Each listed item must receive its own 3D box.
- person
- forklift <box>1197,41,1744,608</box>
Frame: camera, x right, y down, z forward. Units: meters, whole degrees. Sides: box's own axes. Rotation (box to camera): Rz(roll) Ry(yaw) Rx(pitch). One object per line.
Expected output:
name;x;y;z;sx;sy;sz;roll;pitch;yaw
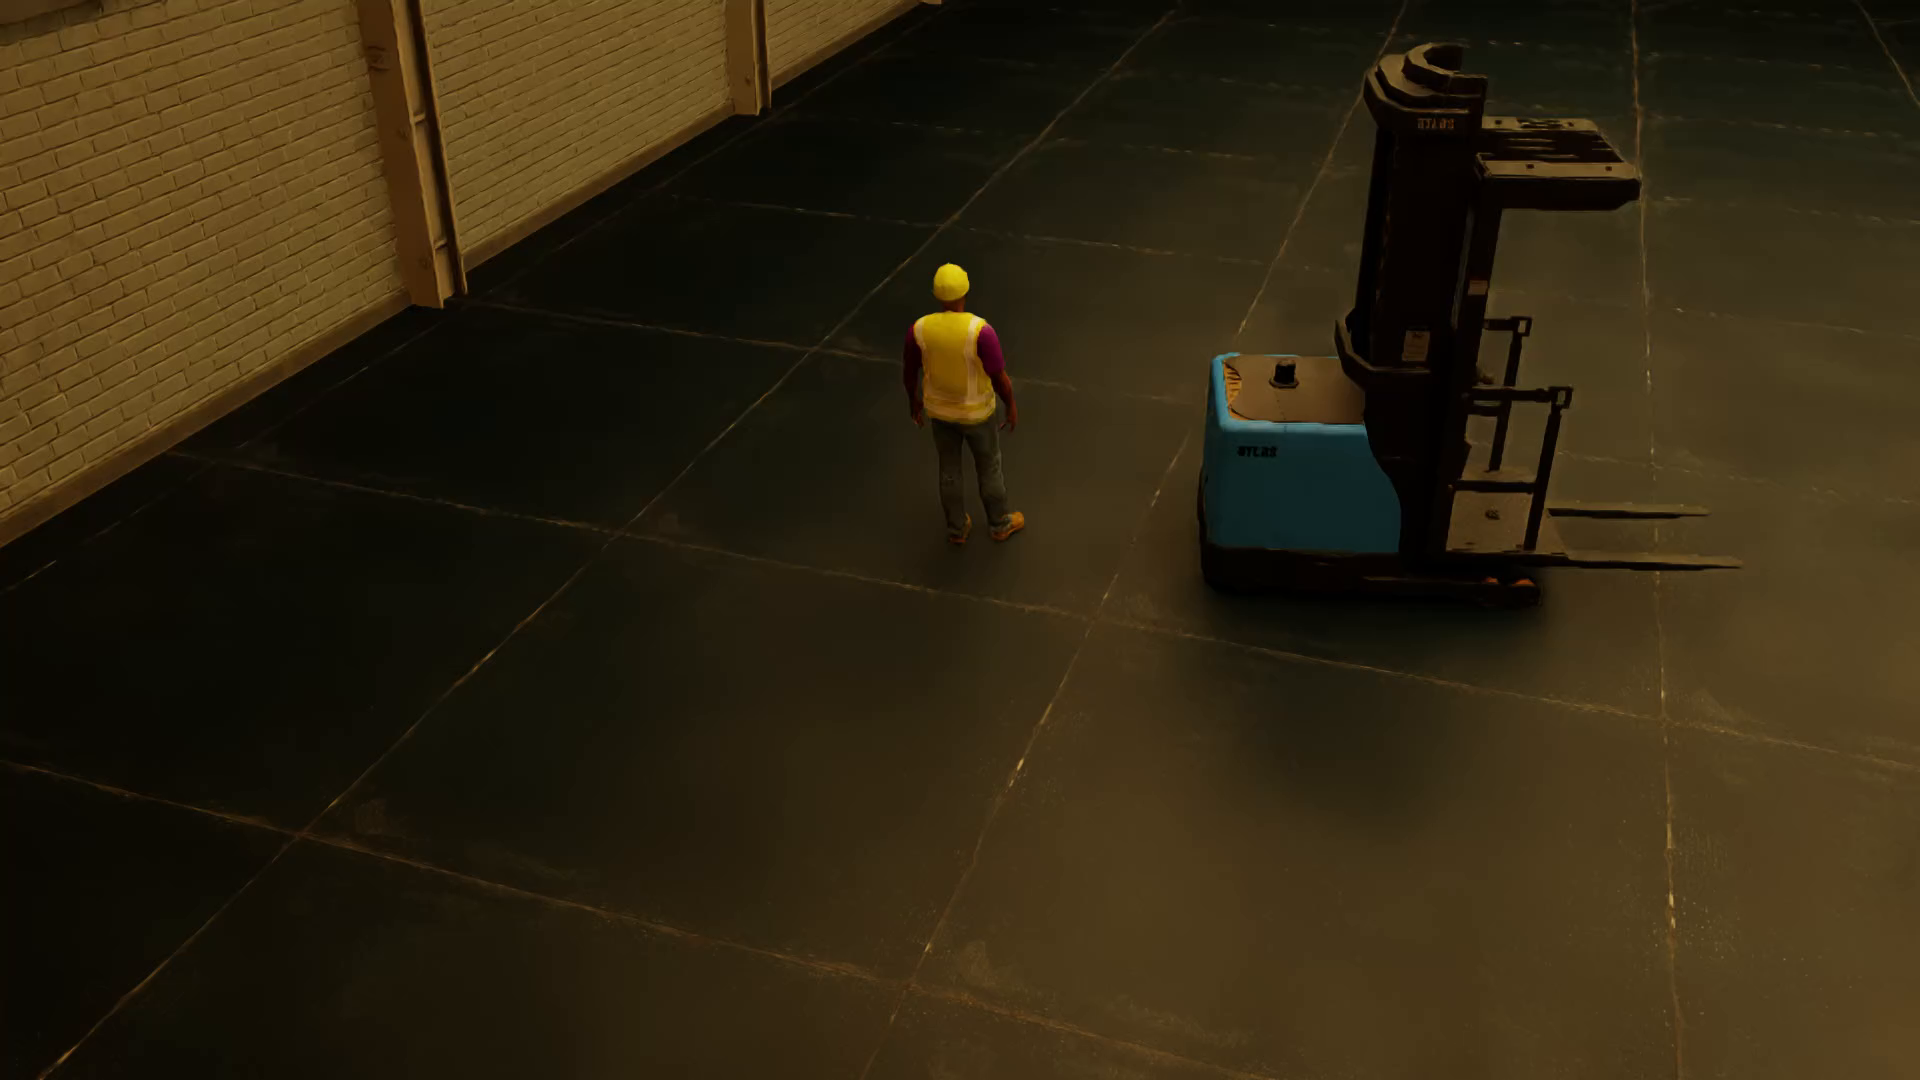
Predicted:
person;0.028;-0.805;9.711;0.665;1.766;0.576;10;31;16
forklift;2.949;-1.161;9.174;3.031;2.935;1.130;2;30;4
